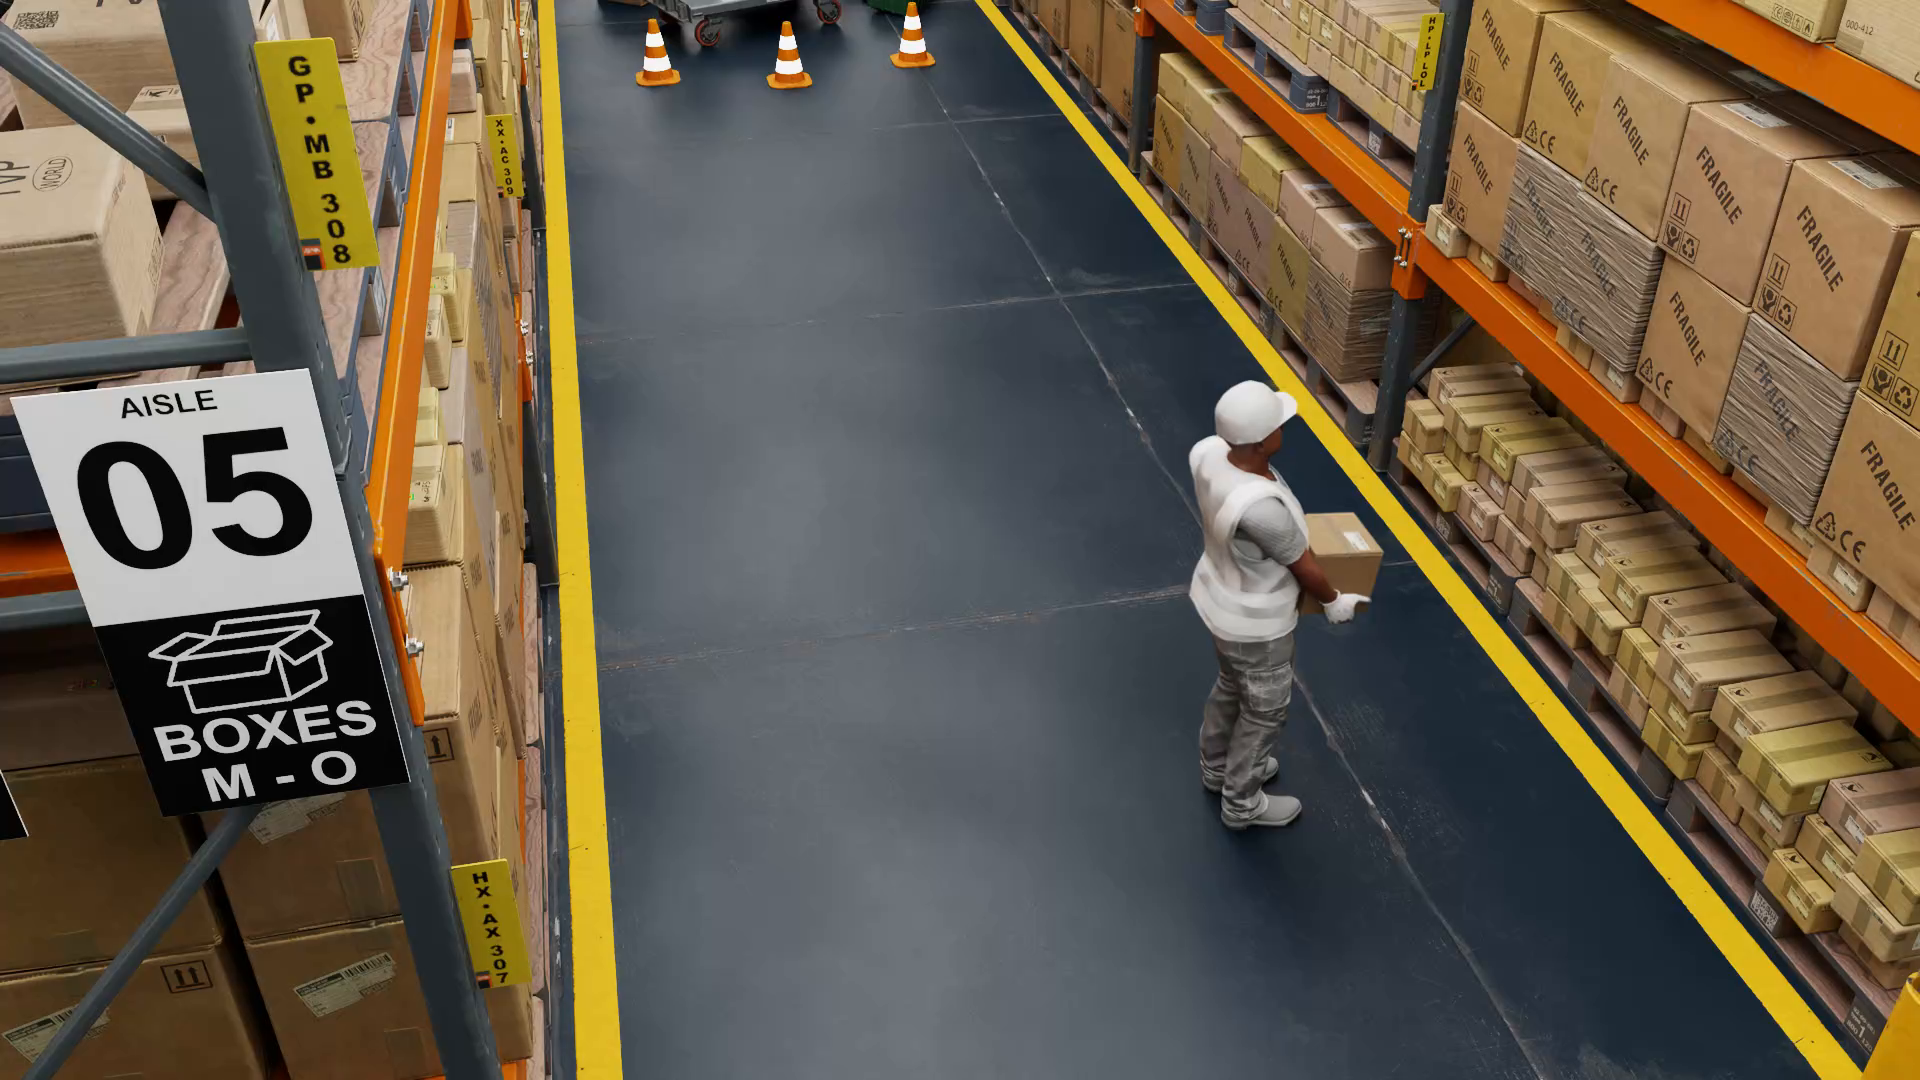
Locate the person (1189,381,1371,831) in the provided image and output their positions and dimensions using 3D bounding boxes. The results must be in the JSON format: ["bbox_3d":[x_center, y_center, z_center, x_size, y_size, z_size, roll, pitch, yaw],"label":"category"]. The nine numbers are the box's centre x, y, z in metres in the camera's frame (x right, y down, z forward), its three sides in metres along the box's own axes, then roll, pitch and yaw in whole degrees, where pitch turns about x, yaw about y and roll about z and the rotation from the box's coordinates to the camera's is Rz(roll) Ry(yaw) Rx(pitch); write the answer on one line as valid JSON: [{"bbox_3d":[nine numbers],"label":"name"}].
[{"bbox_3d":[1.088,0.227,5.794,0.584,1.779,0.487,-7,35,-10],"label":"person"}]
